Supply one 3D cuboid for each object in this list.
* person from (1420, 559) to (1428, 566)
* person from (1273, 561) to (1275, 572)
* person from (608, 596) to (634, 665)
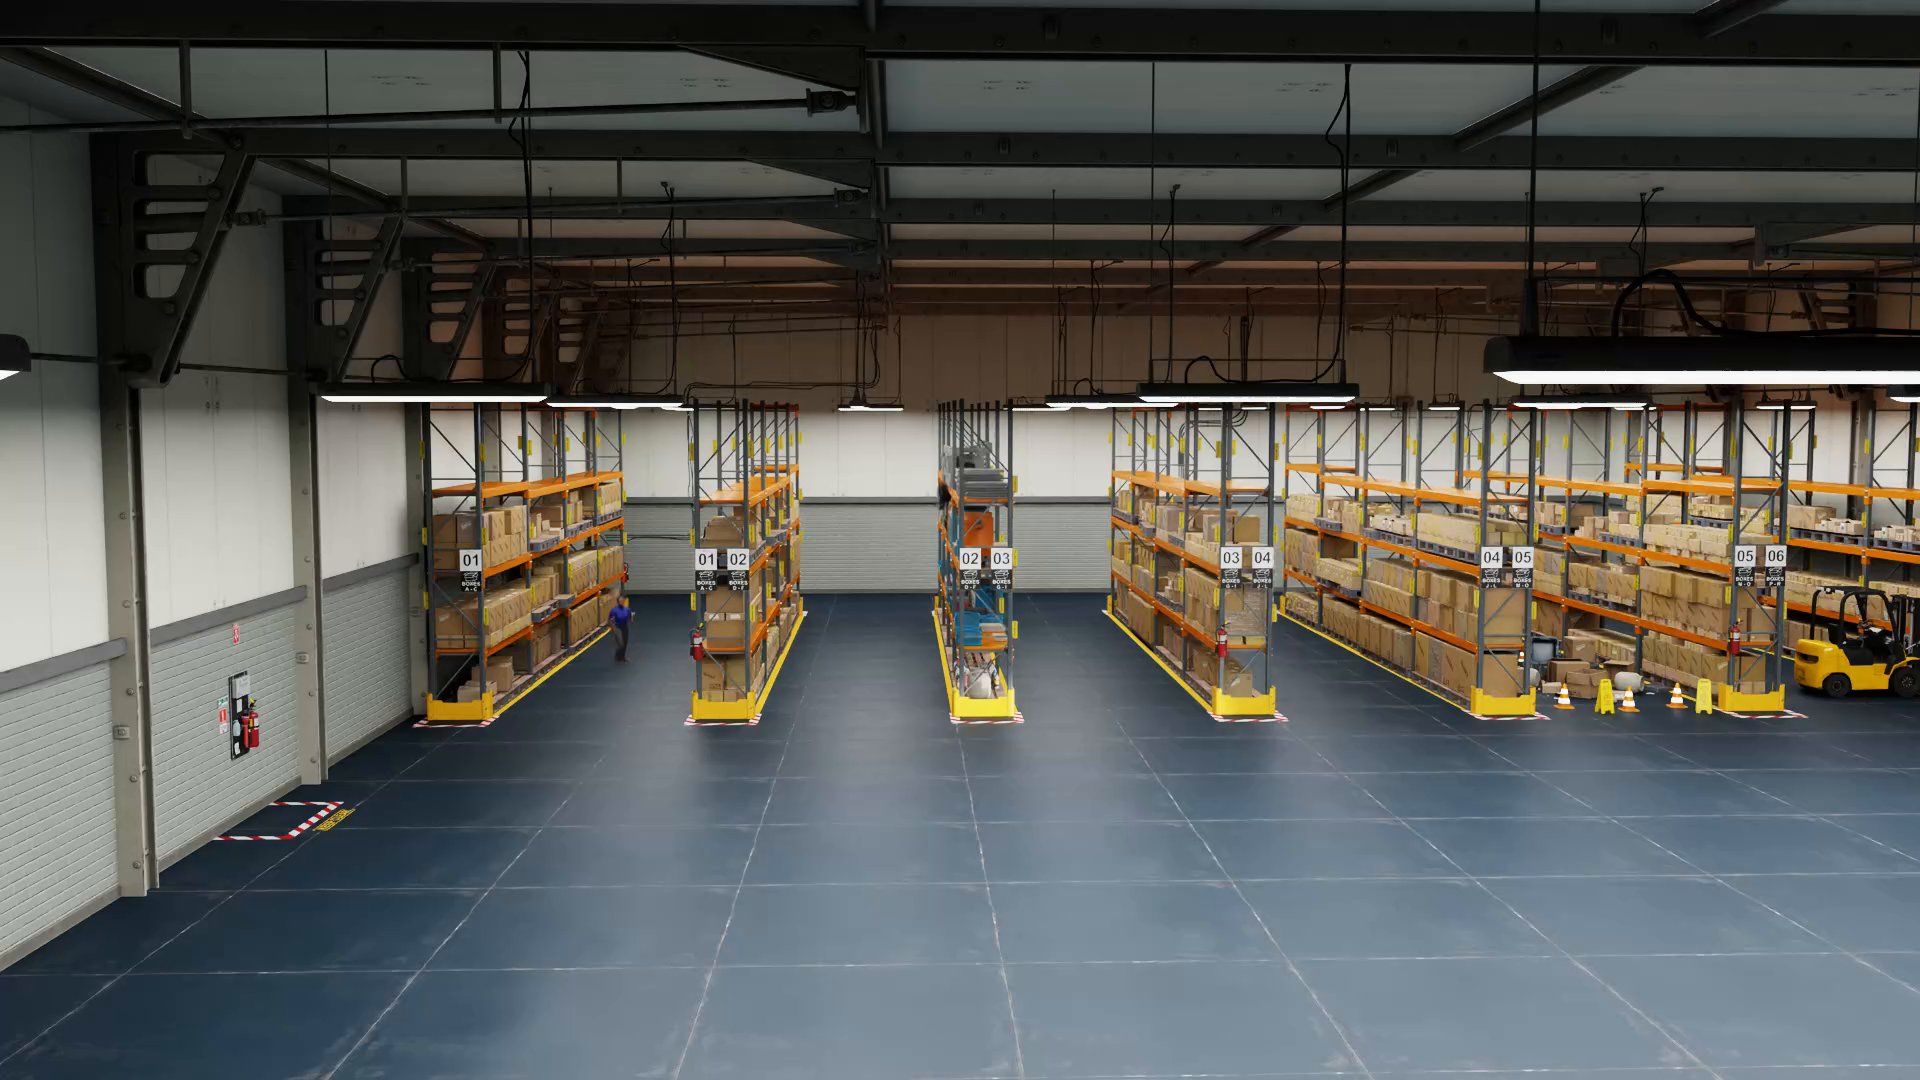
[{"bbox_3d":[14.089,0.948,50.662,1.006,1.776,0.665,-2,5,-21],"label":"person"},{"bbox_3d":[8.927,1.169,48.490,0.700,1.796,0.665,-3,5,-33],"label":"person"},{"bbox_3d":[-7.718,2.065,38.080,0.776,1.599,0.623,4,6,40],"label":"person"}]
